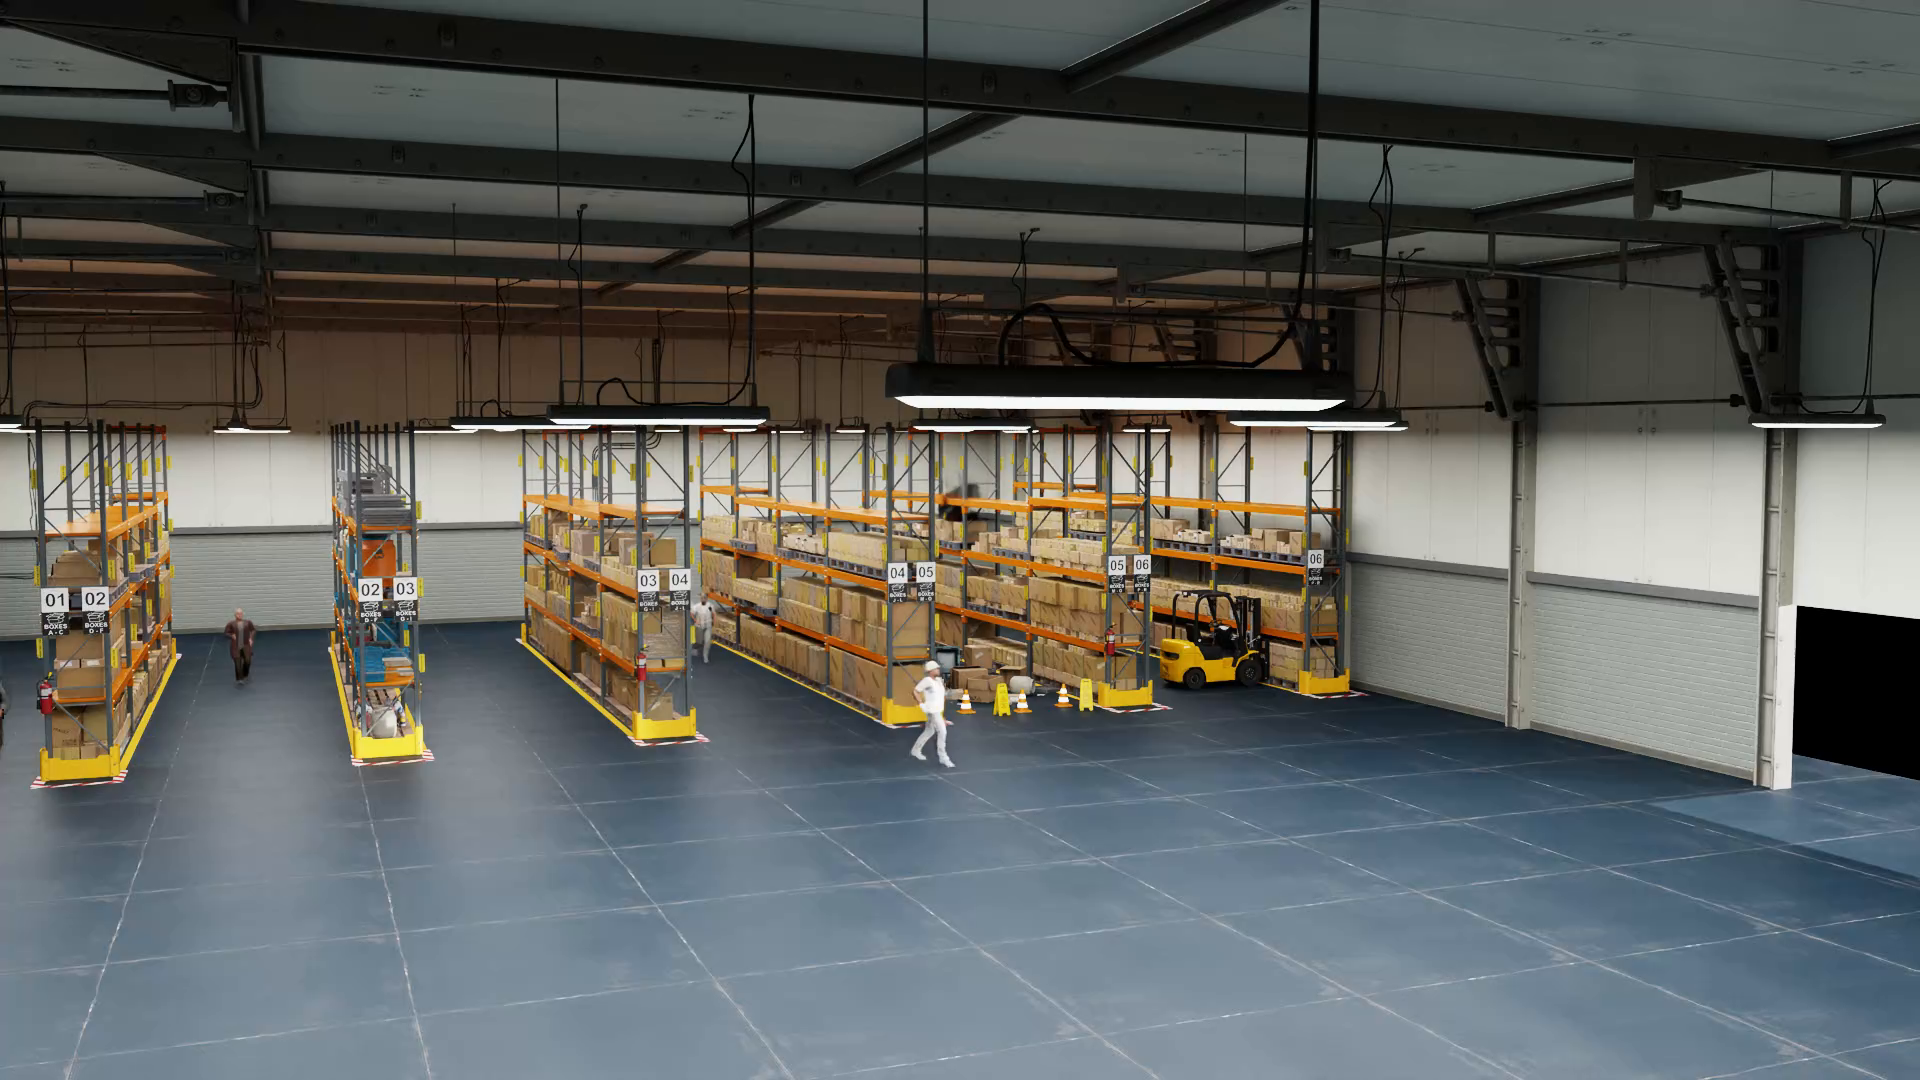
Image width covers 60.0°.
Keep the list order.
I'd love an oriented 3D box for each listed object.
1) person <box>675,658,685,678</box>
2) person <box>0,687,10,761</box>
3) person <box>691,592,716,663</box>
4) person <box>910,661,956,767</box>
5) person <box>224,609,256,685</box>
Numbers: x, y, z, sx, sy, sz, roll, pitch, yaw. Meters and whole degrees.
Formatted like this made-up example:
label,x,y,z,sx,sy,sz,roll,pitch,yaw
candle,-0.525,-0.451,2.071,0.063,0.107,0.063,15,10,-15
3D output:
label,x,y,z,sx,sy,sz,roll,pitch,yaw
person,-6.734,2.389,39.429,0.694,1.737,0.771,-2,4,-24
person,-16.609,3.104,28.435,0.652,1.680,0.640,-2,4,-29
person,-6.533,2.206,42.418,0.668,1.773,0.782,-1,4,-20
person,-0.471,3.007,28.881,0.863,1.821,0.673,1,4,14
person,-16.454,2.468,38.067,0.694,1.763,0.671,-2,4,-29
